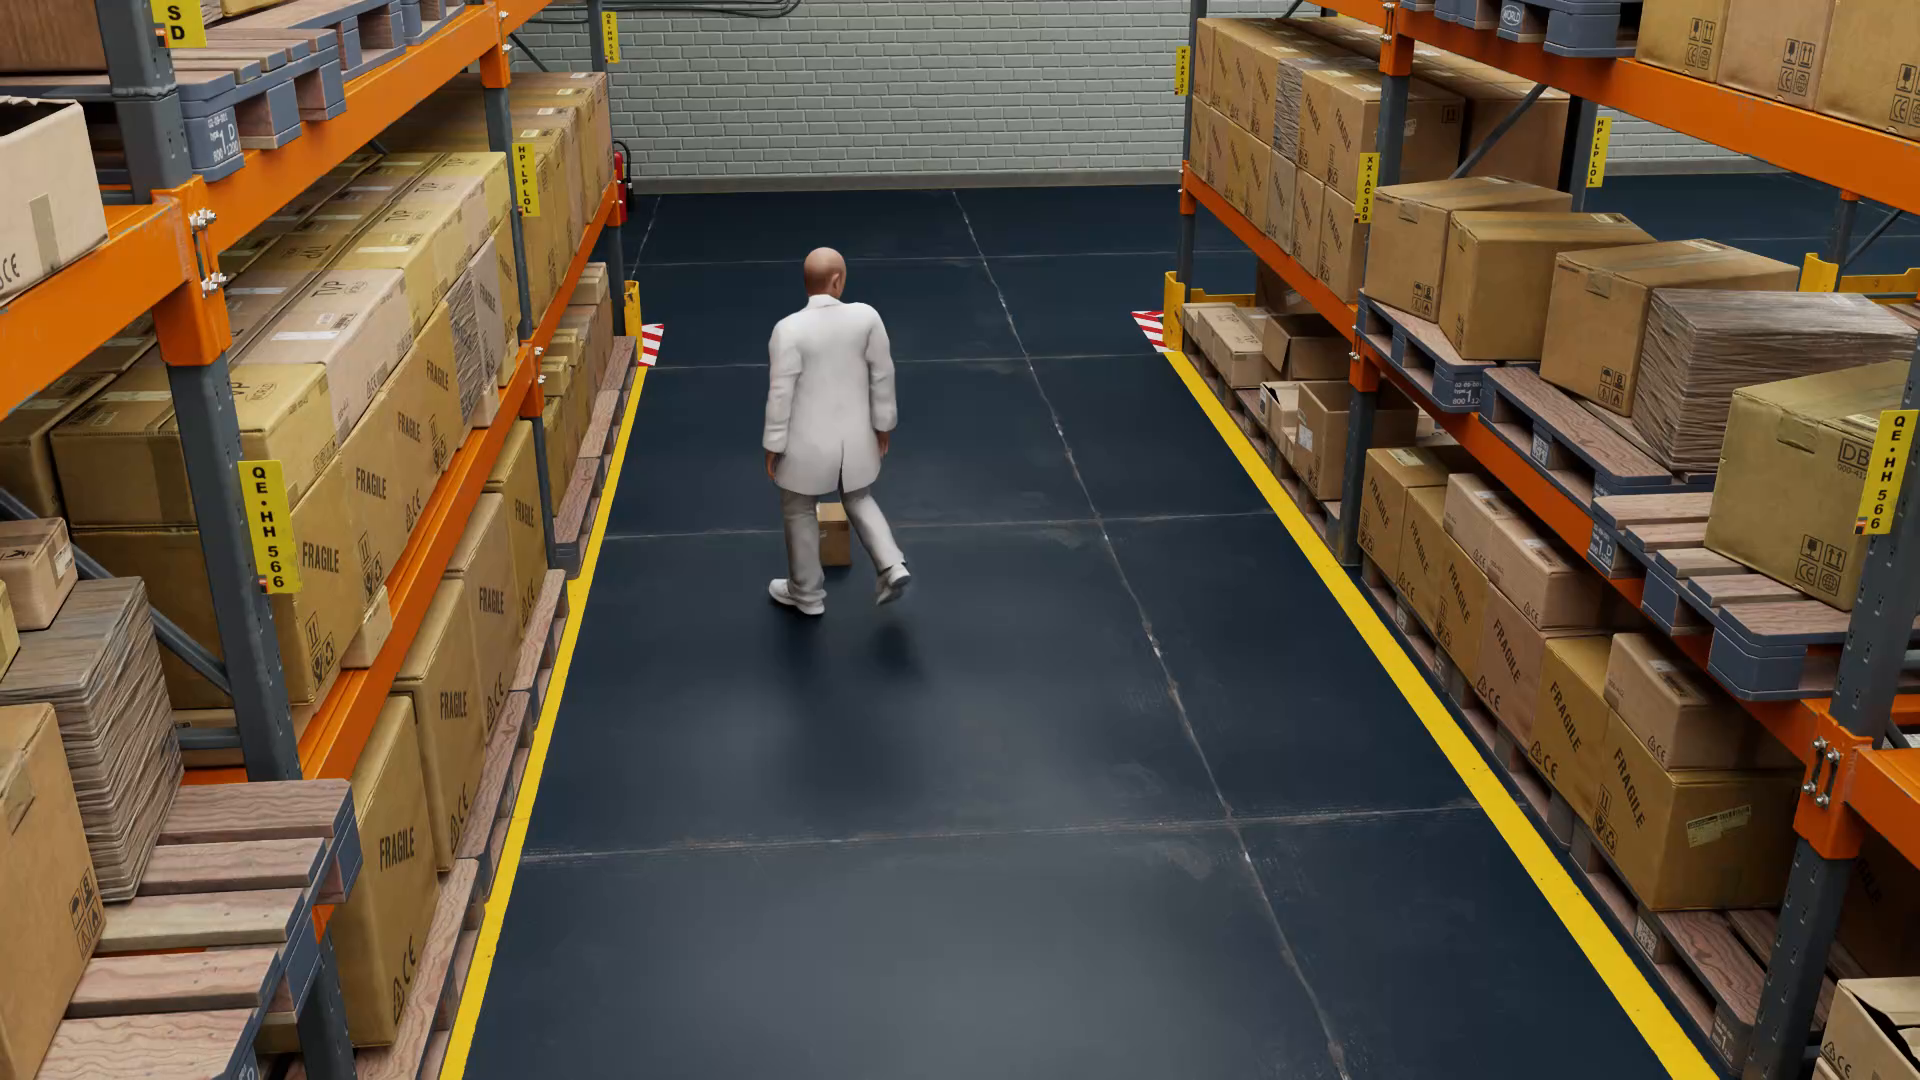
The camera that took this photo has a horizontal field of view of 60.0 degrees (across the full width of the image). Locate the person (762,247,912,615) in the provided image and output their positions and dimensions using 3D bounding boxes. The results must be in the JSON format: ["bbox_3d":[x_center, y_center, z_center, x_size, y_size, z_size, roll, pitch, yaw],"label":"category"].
[{"bbox_3d":[-0.587,-0.462,7.641,0.645,1.762,0.743,-13,26,-27],"label":"person"}]
